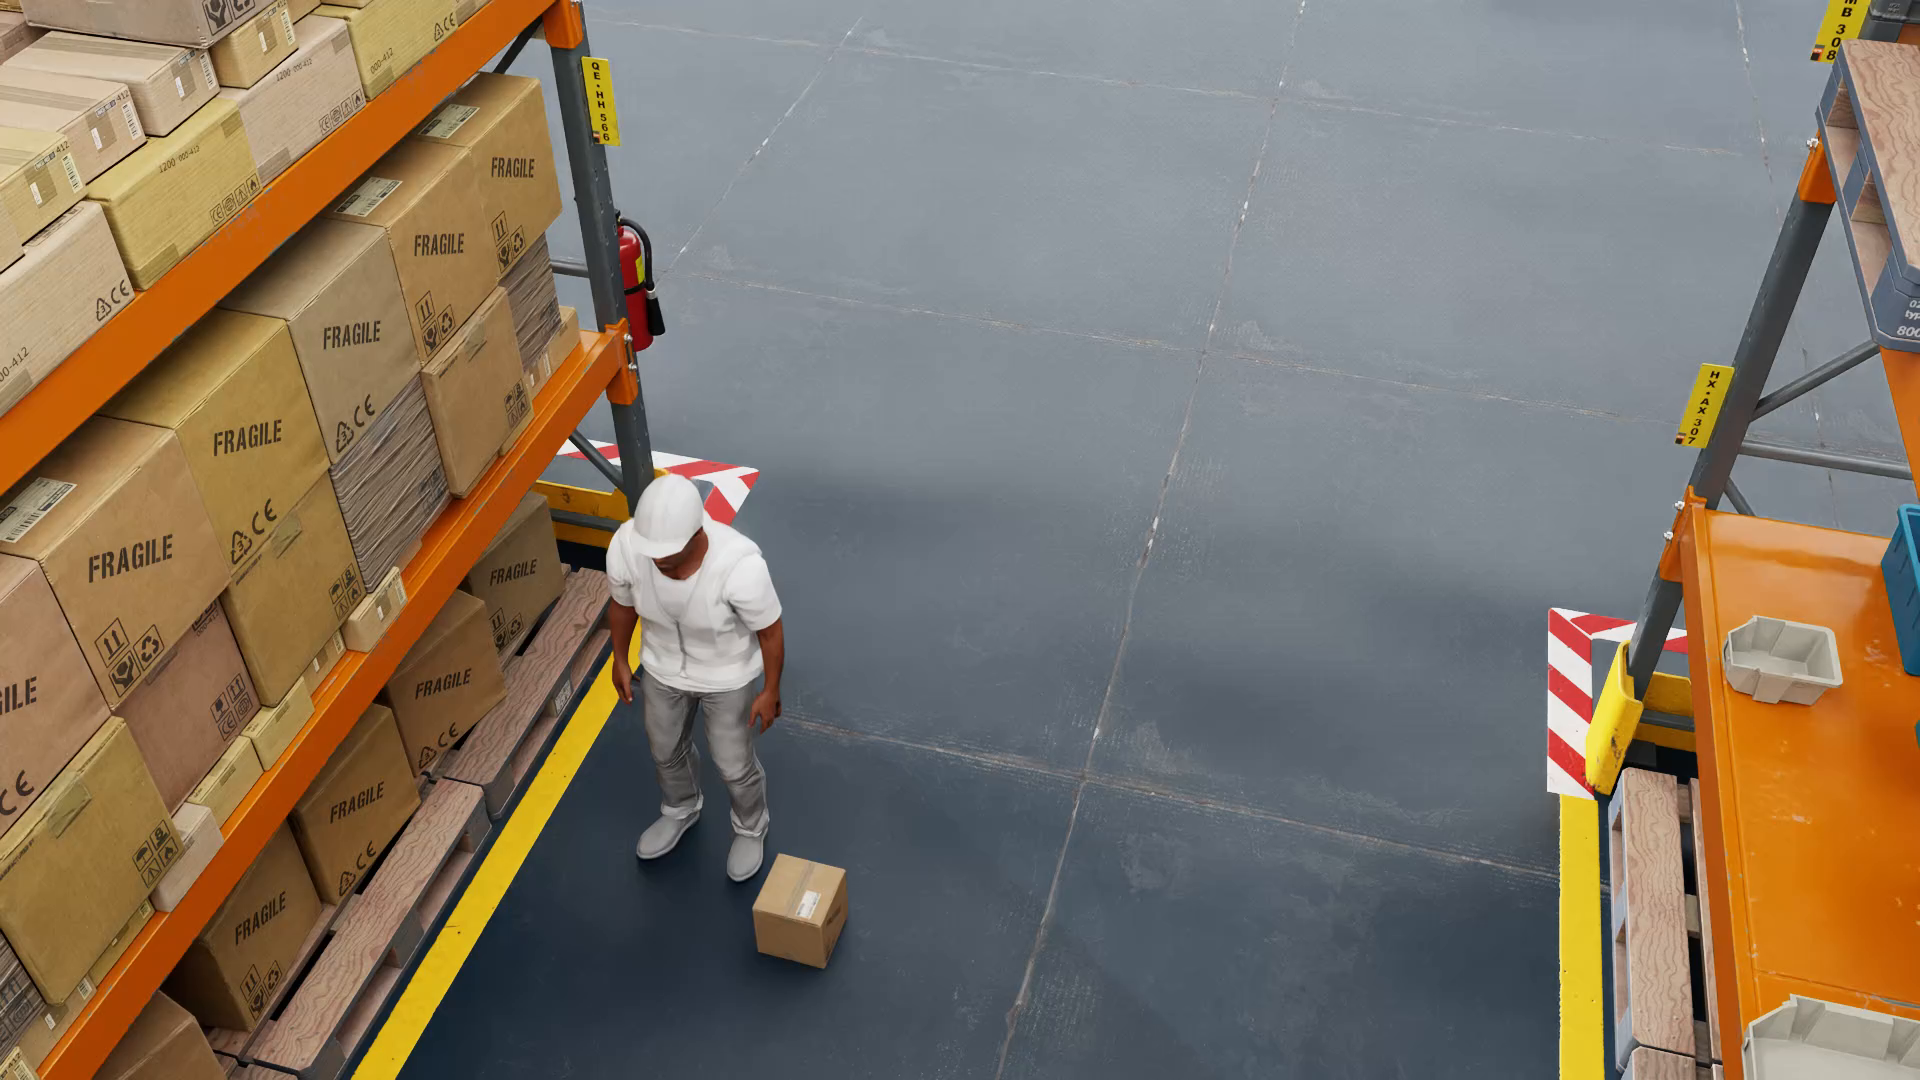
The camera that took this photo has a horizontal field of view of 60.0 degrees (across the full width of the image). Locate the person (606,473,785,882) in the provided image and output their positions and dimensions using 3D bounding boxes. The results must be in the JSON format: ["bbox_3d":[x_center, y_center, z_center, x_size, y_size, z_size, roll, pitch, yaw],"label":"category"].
[{"bbox_3d":[-0.889,0.454,5.617,0.616,1.760,0.459,11,42,12],"label":"person"}]
